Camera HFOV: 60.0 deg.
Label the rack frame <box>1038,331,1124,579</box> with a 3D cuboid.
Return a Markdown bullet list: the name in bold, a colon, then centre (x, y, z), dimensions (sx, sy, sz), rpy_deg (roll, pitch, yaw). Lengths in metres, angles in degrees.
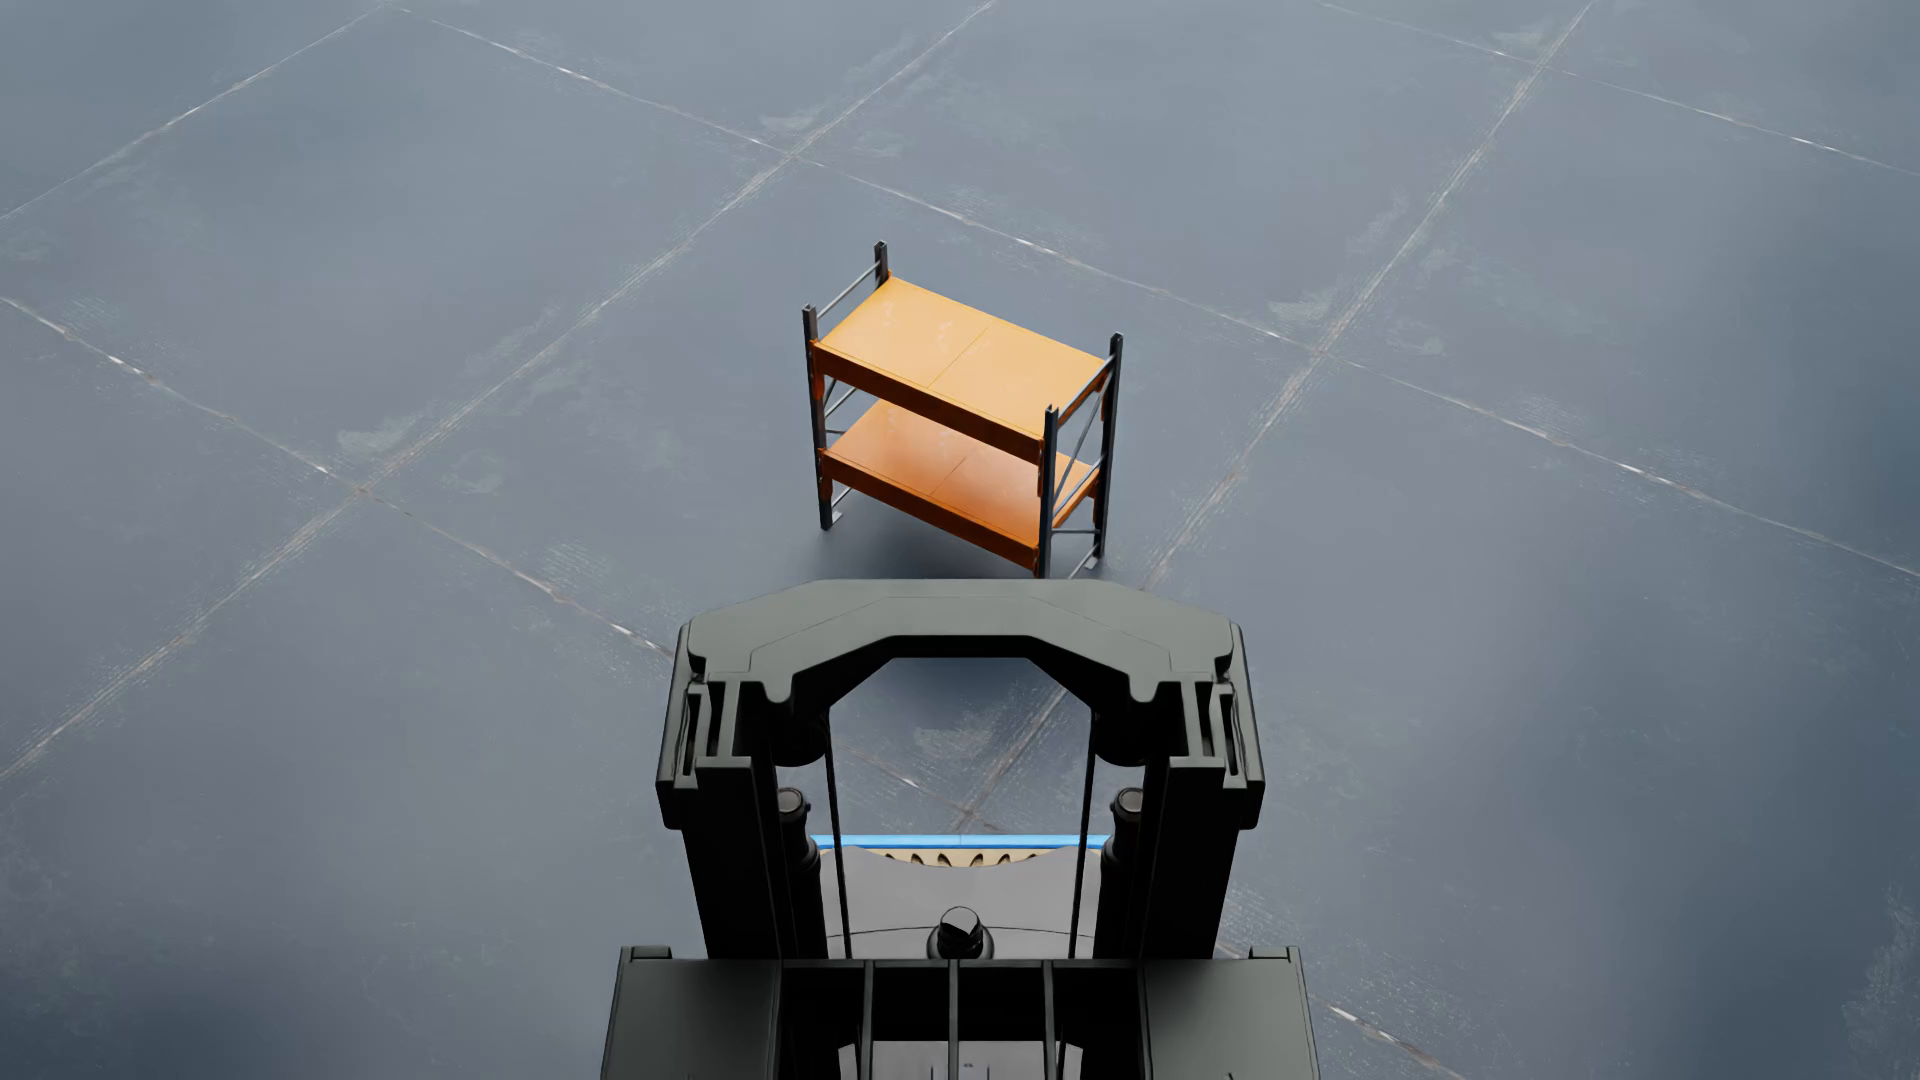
- **rack frame**: centre (0.434, -0.193, 6.153), dimensions (0.032, 1.125, 0.500), rpy_deg (25, 51, 22)

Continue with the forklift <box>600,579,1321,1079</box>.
- **forklift**: centre (0.001, 1.582, 3.169), dimensions (1.130, 2.935, 3.031), rpy_deg (0, 46, 0)

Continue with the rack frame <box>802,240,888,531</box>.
- **rack frame**: centre (-0.422, -0.586, 6.535), dimensions (0.032, 1.125, 0.500), rpy_deg (25, 51, 22)

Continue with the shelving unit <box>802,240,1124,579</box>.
- **shelving unit**: centre (0.006, -0.389, 6.344), dimensions (1.048, 1.125, 0.538), rpy_deg (25, 51, 22)

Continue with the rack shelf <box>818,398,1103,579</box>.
- **rack shelf**: centre (0.006, -0.219, 6.519), dimensions (1.000, 0.278, 0.538), rpy_deg (25, 51, 22)

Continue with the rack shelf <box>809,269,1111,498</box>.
- **rack shelf**: centre (0.006, -0.593, 6.134), dimensions (1.000, 0.278, 0.538), rpy_deg (25, 51, 22)
